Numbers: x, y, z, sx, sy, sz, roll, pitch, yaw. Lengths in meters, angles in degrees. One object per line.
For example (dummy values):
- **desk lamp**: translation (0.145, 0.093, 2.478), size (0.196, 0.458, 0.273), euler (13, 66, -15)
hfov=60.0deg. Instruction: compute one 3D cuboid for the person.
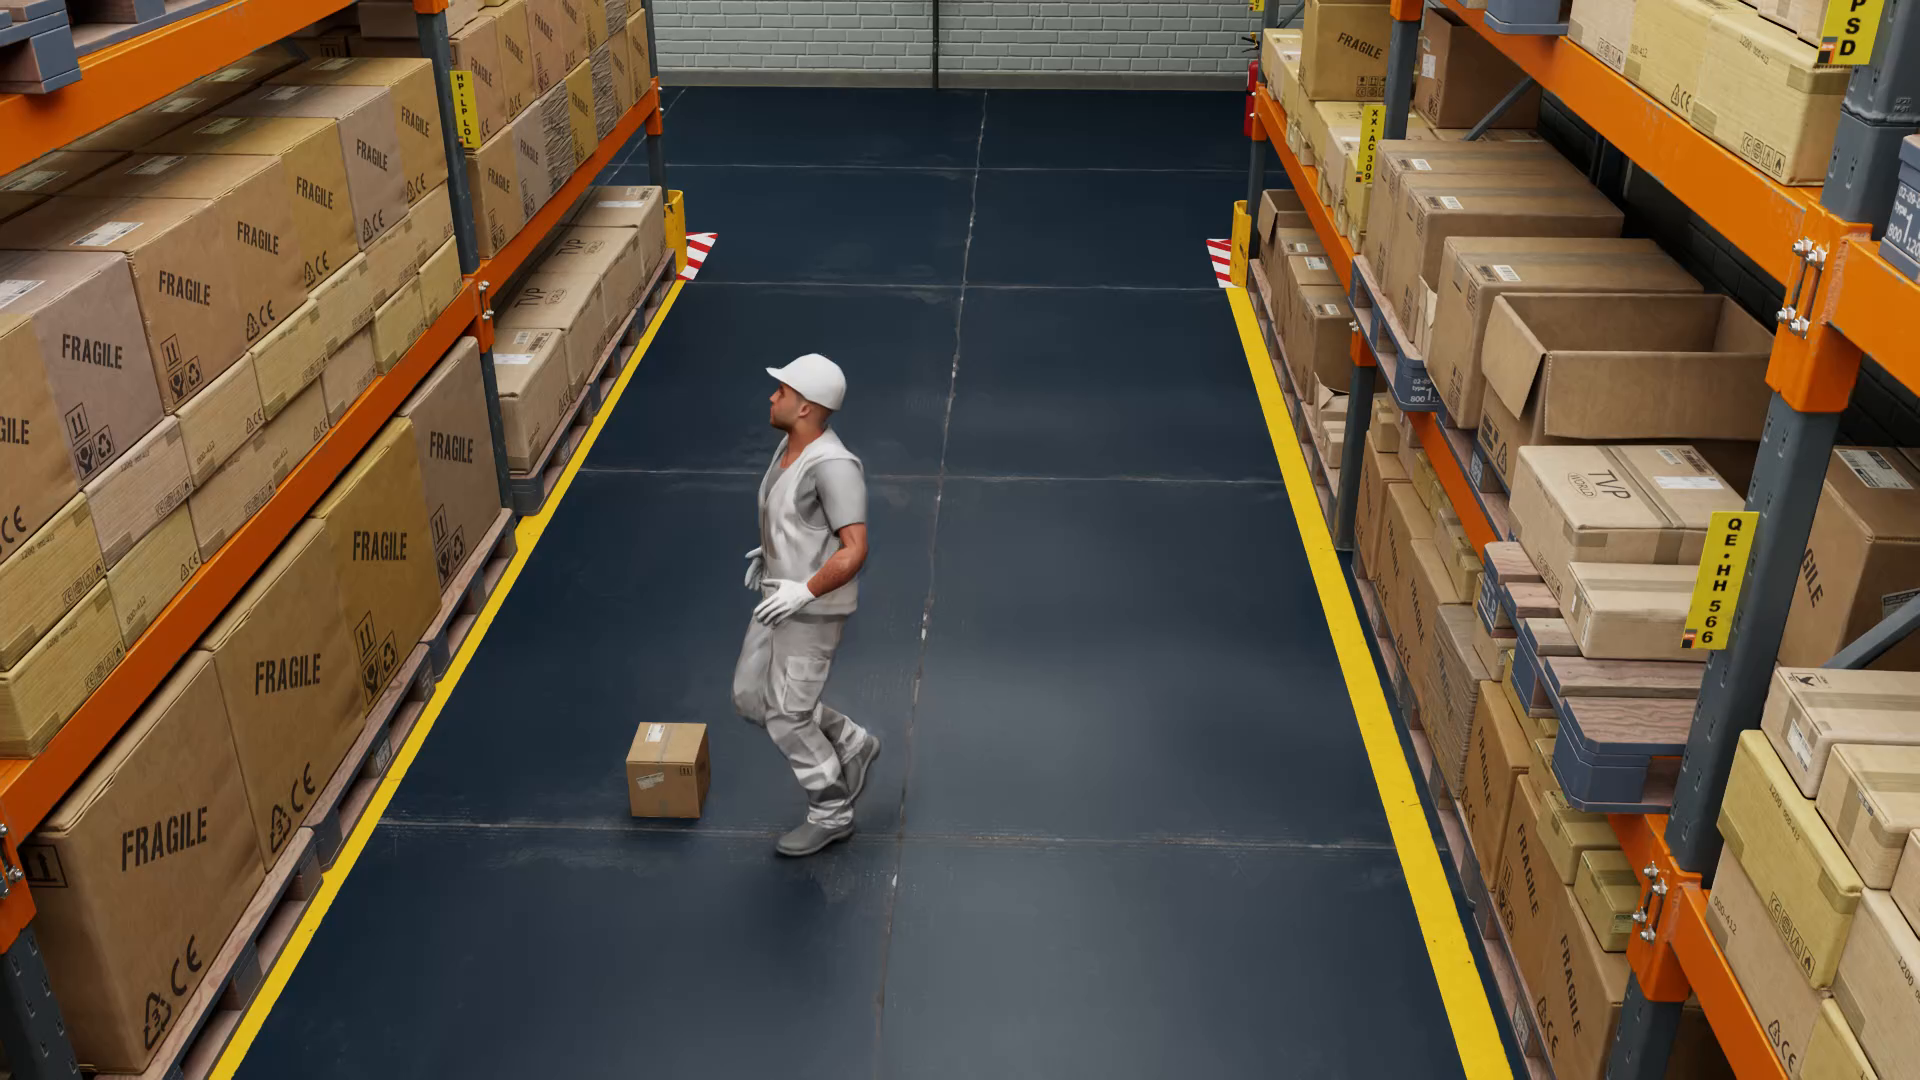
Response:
- **person**: translation (-0.558, 0.218, 5.759), size (0.519, 1.708, 0.714), euler (-11, 30, -20)
